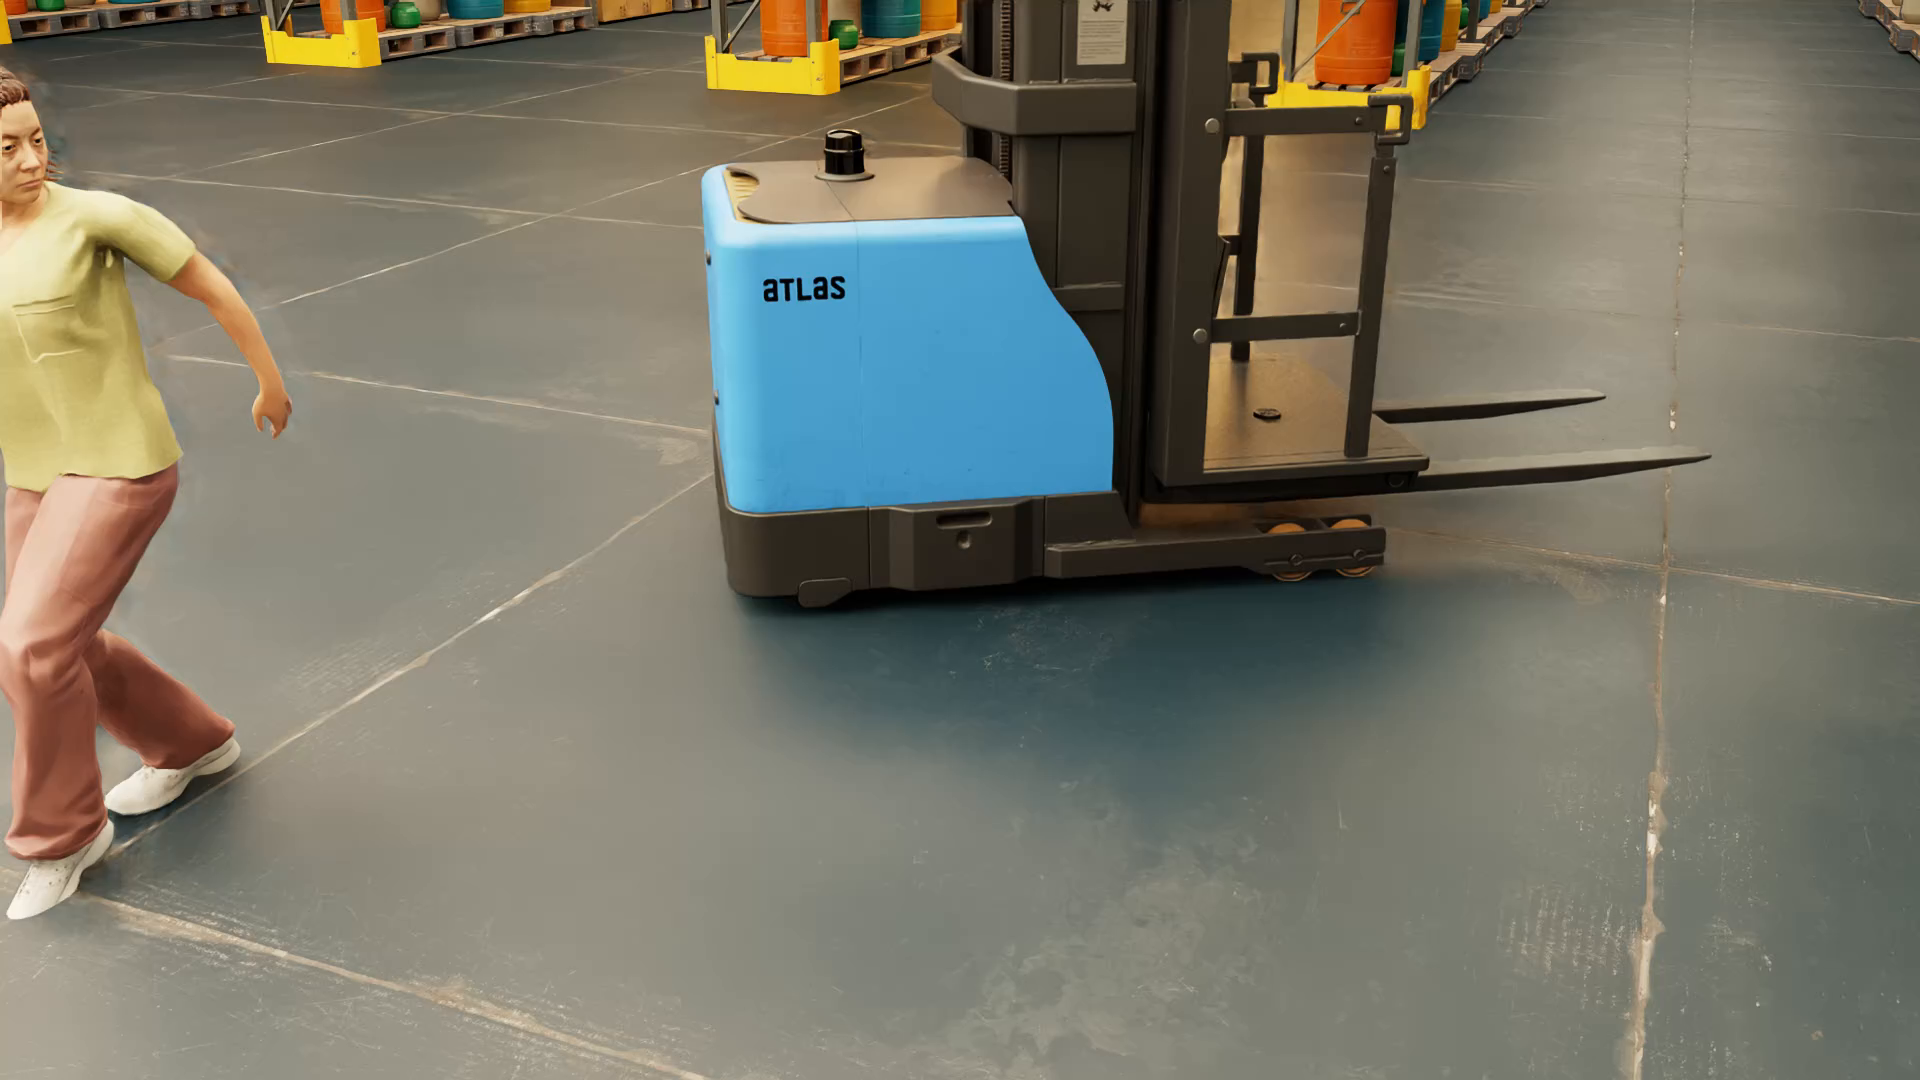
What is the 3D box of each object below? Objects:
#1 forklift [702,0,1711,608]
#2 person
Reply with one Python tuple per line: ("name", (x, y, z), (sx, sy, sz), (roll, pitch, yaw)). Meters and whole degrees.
("forklift", (0.775, -1.427, 4.708), (3.031, 2.935, 1.130), (-4, 23, -10))
("person", (-1.778, -0.105, 3.328), (0.515, 1.669, 0.801), (8, 24, 19))
